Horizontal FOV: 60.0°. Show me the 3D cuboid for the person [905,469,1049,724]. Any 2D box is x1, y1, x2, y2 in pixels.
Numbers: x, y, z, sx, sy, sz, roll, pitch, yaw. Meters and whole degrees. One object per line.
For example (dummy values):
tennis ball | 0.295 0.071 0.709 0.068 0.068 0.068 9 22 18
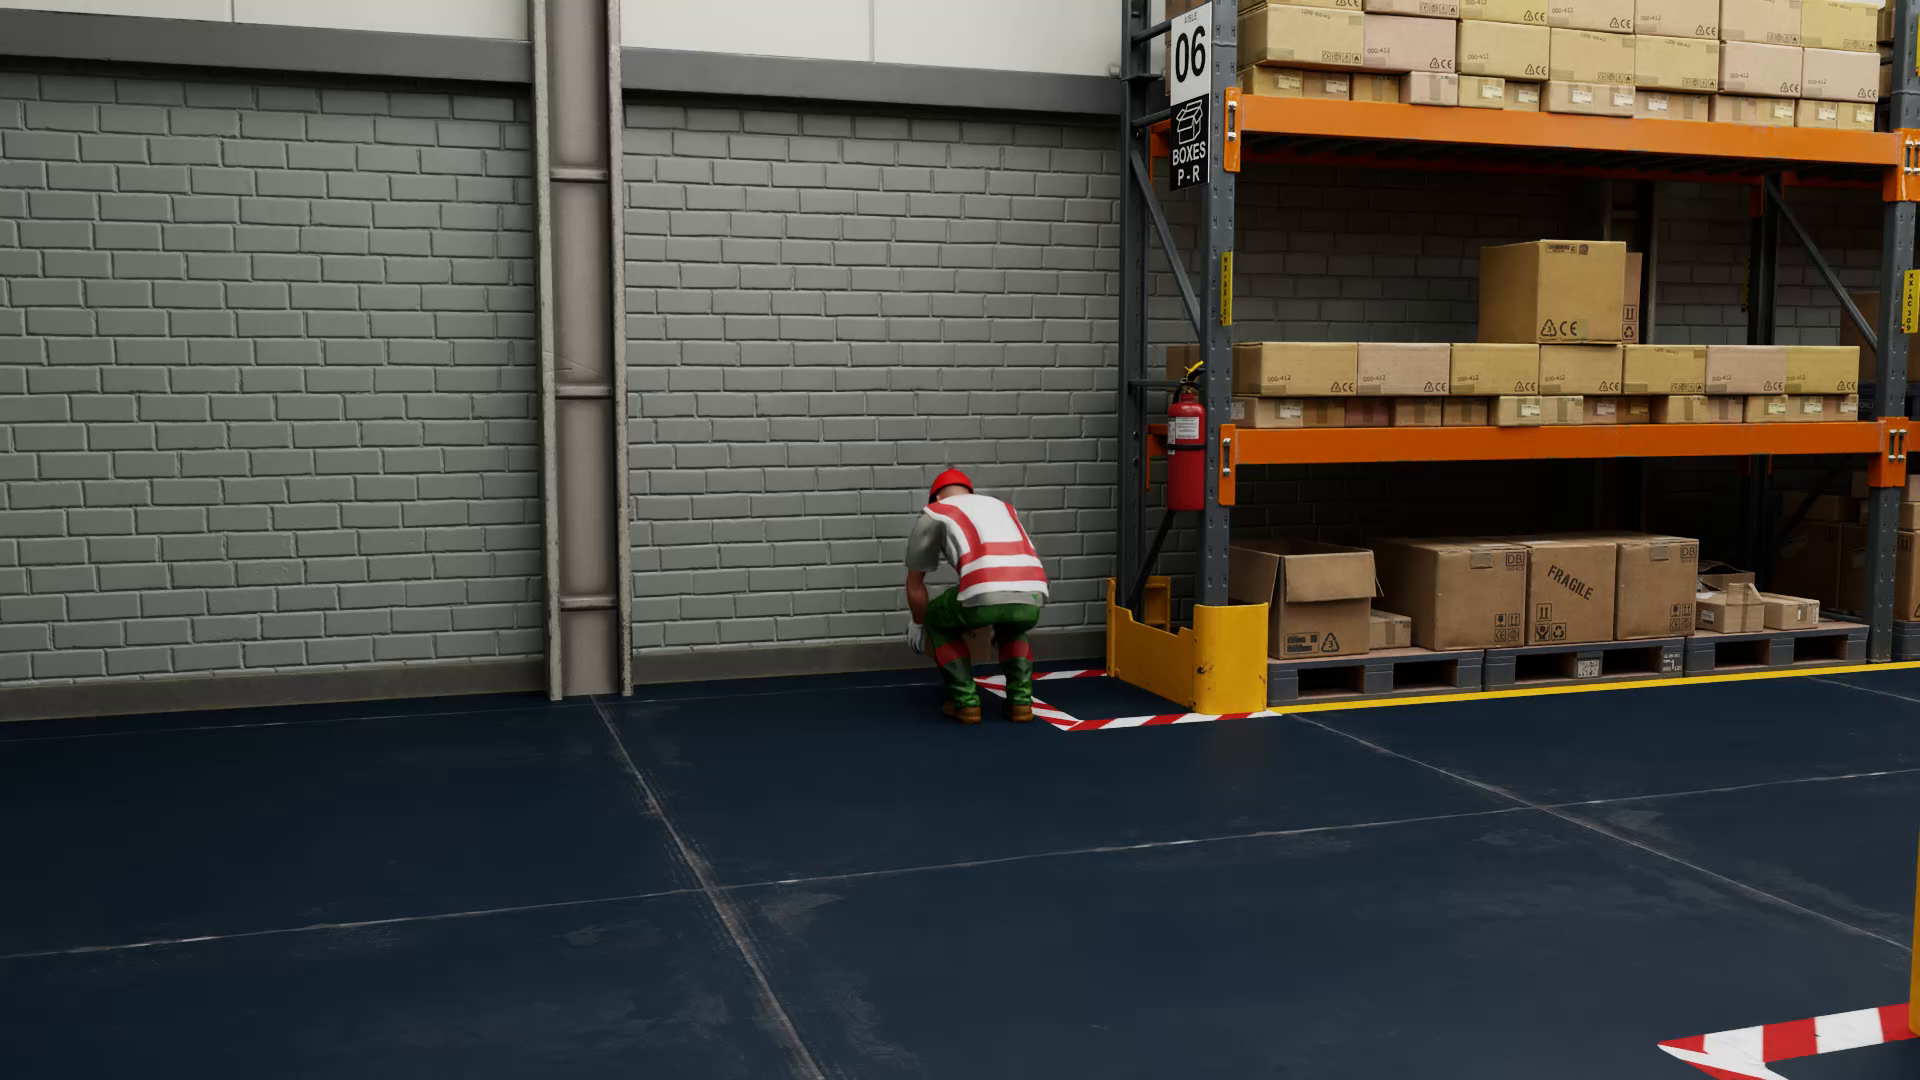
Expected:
person | 0.069 0.251 7.568 0.582 1.111 0.856 -2 6 -16
